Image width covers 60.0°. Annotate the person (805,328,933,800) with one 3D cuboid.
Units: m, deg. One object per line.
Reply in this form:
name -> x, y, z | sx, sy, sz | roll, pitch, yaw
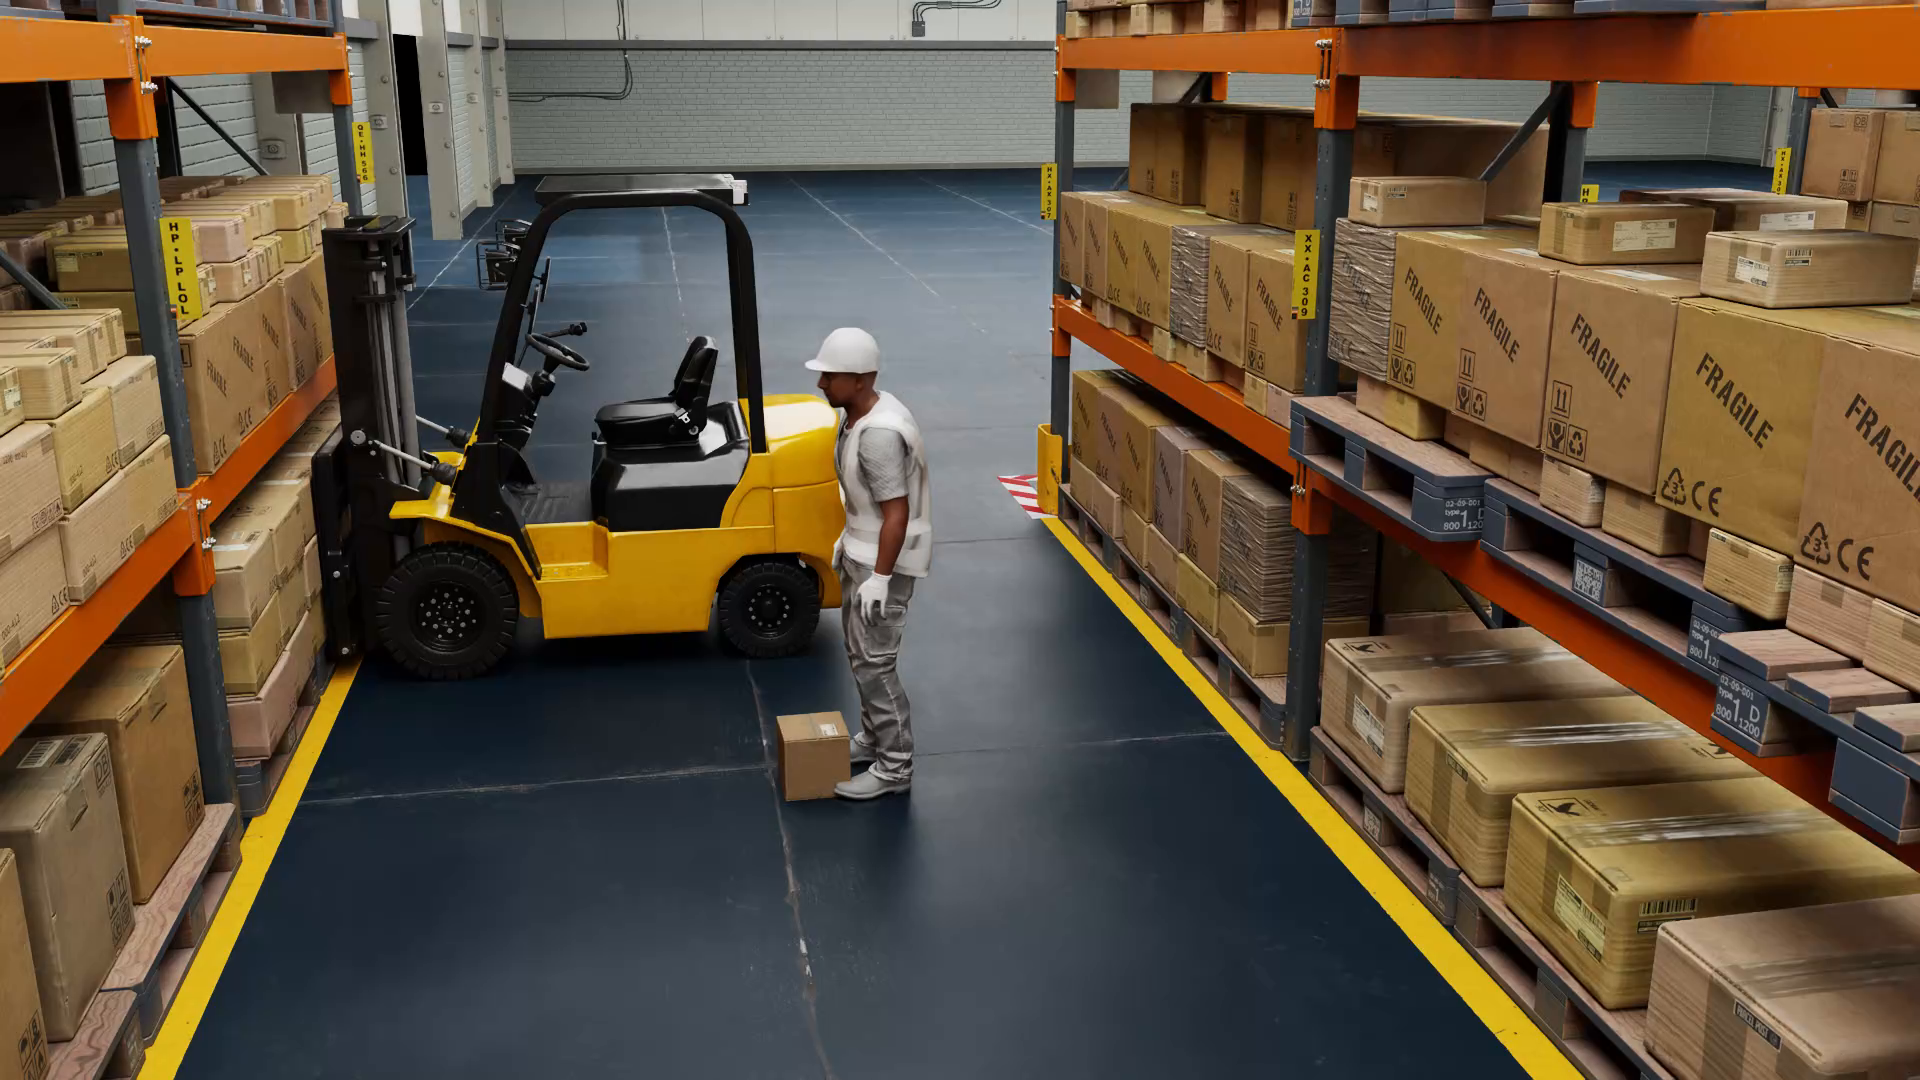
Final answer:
person -> -0.339, 0.085, 6.221 | 0.449, 1.775, 0.633 | -4, 17, -12
